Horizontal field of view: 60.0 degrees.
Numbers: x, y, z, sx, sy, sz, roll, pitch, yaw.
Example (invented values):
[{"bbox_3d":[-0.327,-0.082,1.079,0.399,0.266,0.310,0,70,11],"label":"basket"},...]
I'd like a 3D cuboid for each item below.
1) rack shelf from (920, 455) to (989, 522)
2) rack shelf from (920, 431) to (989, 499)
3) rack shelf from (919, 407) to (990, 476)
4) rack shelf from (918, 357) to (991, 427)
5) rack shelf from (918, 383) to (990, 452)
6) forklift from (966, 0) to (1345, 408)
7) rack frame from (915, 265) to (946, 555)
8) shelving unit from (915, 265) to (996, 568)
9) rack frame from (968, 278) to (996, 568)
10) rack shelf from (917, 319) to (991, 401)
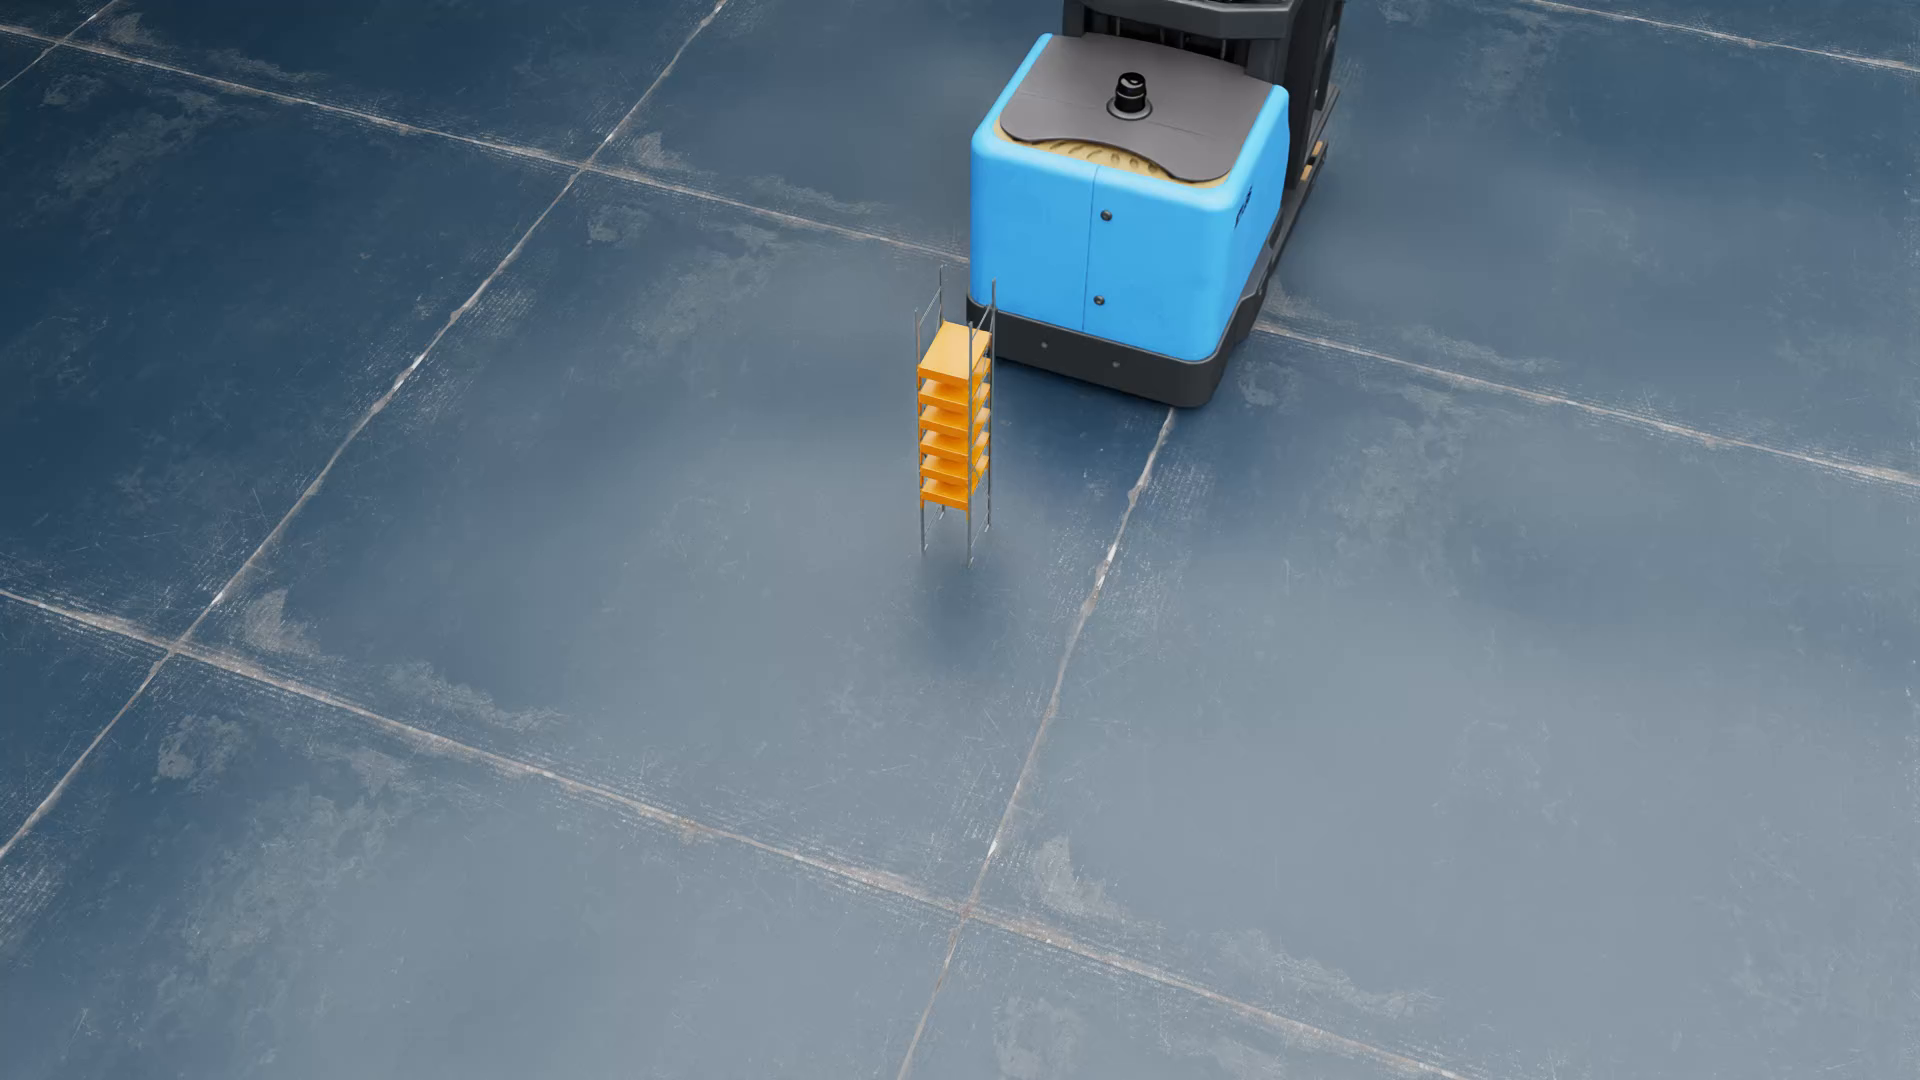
[{"bbox_3d":[-0.014,-0.210,6.015,0.180,0.103,0.258,16,51,13],"label":"rack shelf"},{"bbox_3d":[-0.014,-0.289,5.924,0.180,0.103,0.258,16,51,13],"label":"rack shelf"},{"bbox_3d":[-0.014,-0.368,5.833,0.180,0.103,0.258,16,51,13],"label":"rack shelf"},{"bbox_3d":[-0.014,-0.525,5.652,0.180,0.103,0.258,16,51,13],"label":"rack shelf"},{"bbox_3d":[-0.014,-0.446,5.743,0.180,0.103,0.258,16,51,13],"label":"rack shelf"},{"bbox_3d":[1.054,-2.622,6.583,1.130,2.935,3.031,17,51,14],"label":"forklift"},{"bbox_3d":[-0.099,-0.421,5.821,0.006,1.200,0.240,16,51,13],"label":"rack frame"},{"bbox_3d":[-0.014,-0.397,5.800,0.189,1.200,0.258,16,51,13],"label":"shelving unit"},{"bbox_3d":[0.072,-0.373,5.779,0.006,1.200,0.240,16,51,13],"label":"rack frame"},{"bbox_3d":[-0.014,-0.603,5.561,0.180,0.103,0.258,16,51,13],"label":"rack shelf"}]
